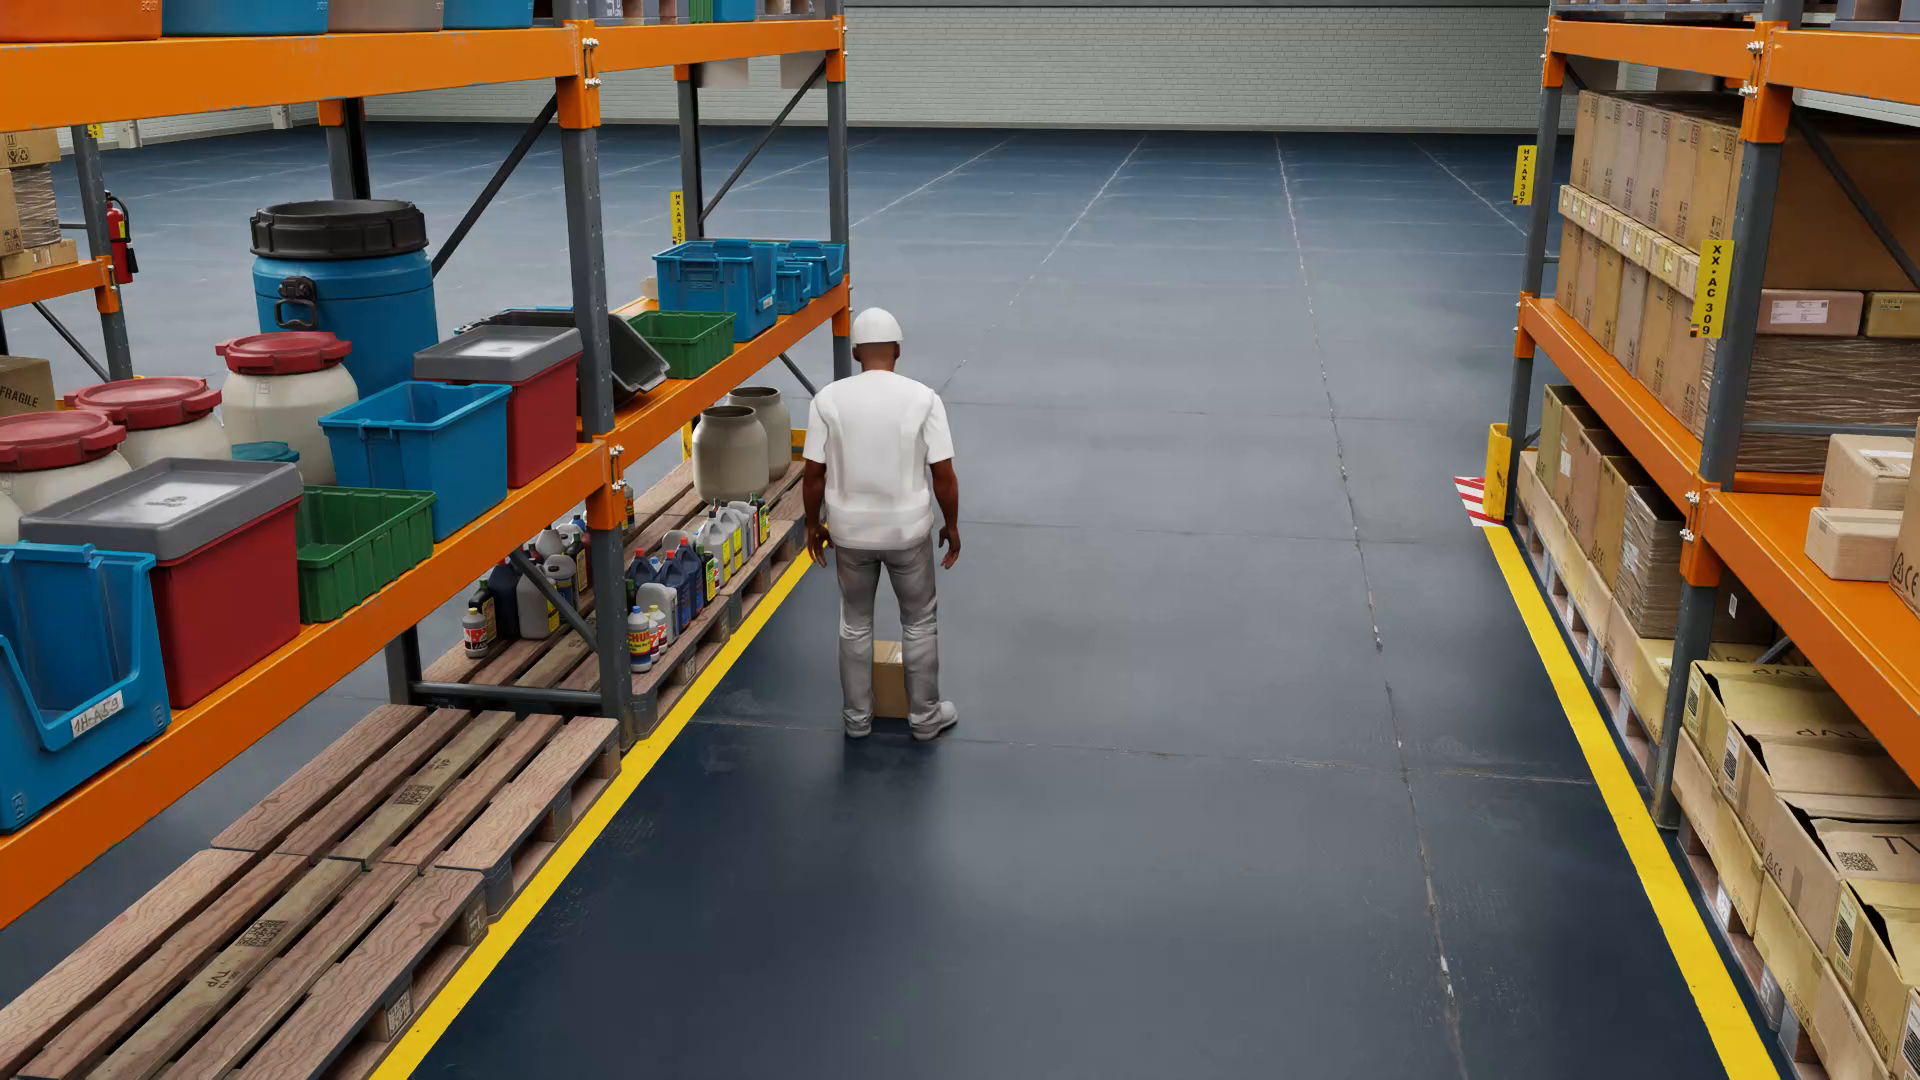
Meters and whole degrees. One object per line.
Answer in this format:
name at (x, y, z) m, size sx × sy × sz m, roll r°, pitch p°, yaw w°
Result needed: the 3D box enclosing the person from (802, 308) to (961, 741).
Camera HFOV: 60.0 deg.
person at (-0.310, -0.051, 6.686) m, size 0.627 × 1.759 × 0.463 m, roll 2°, pitch 18°, yaw 6°
